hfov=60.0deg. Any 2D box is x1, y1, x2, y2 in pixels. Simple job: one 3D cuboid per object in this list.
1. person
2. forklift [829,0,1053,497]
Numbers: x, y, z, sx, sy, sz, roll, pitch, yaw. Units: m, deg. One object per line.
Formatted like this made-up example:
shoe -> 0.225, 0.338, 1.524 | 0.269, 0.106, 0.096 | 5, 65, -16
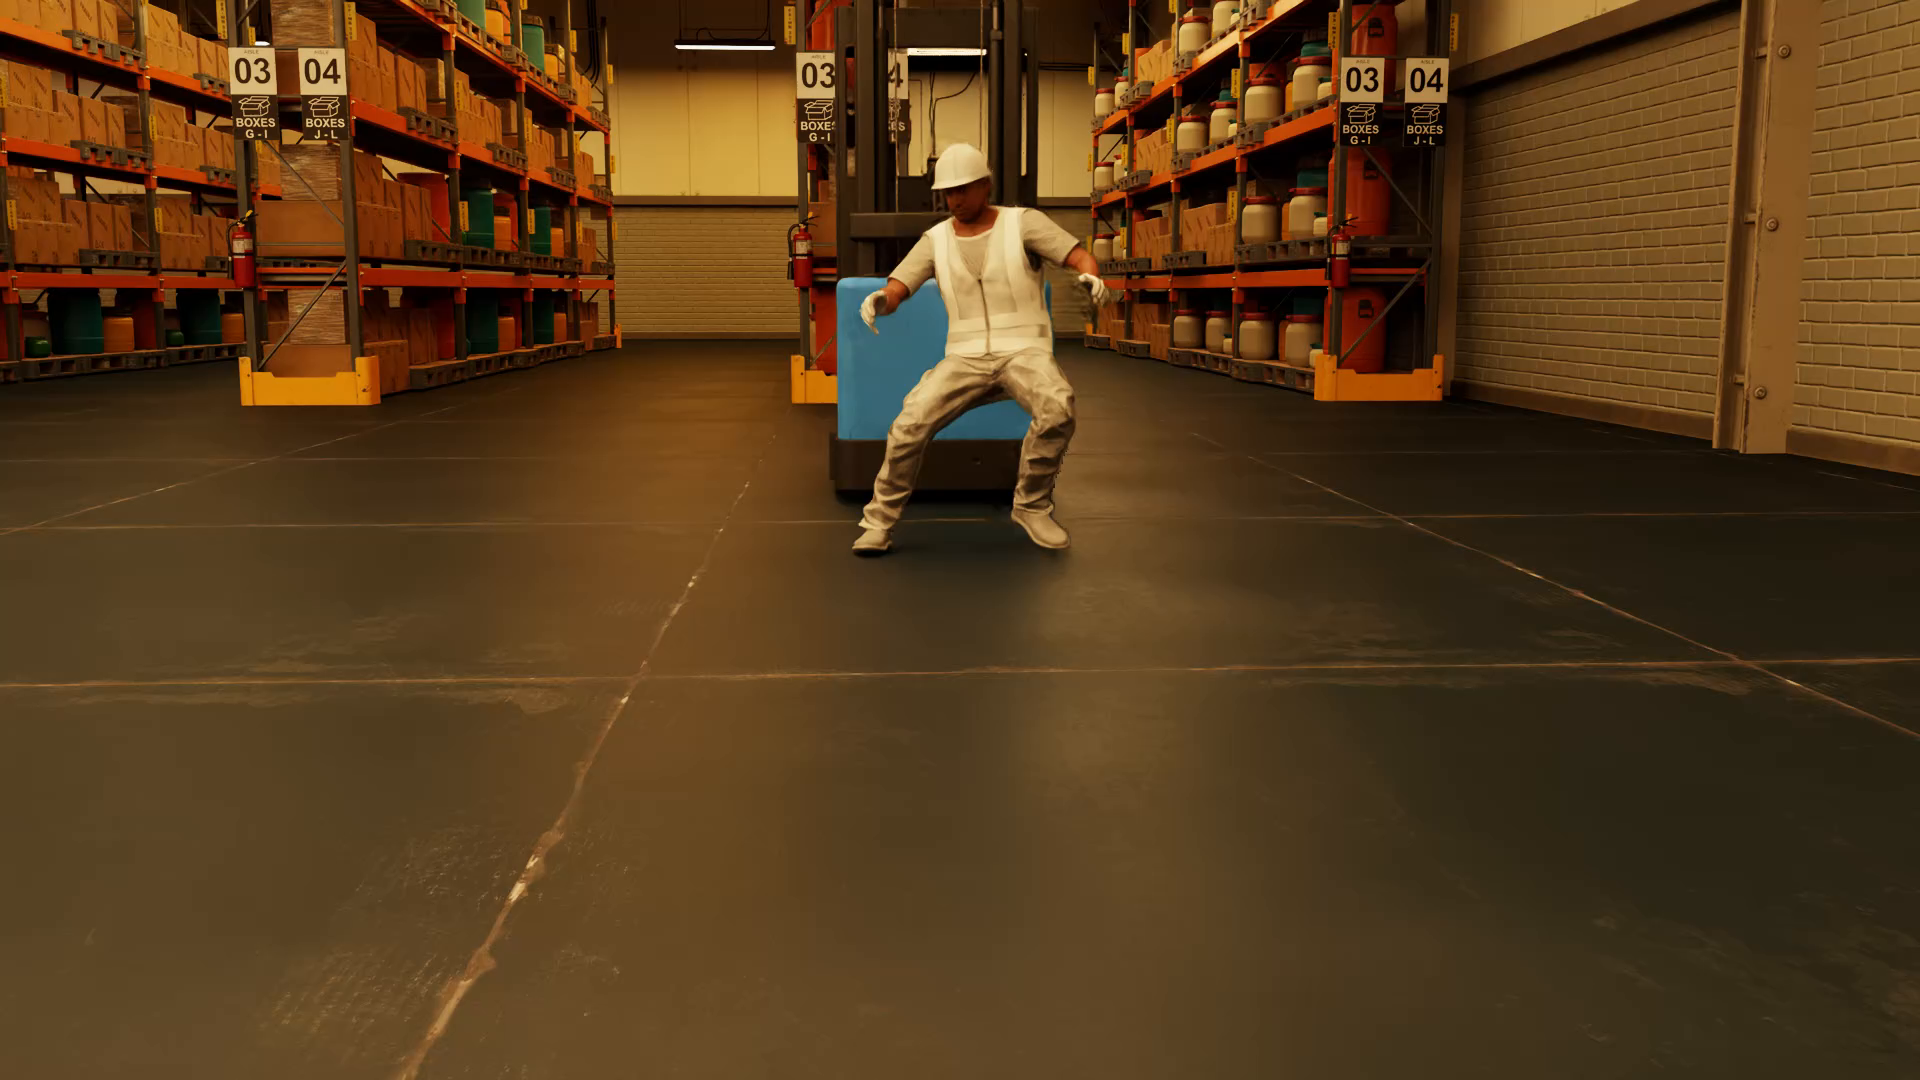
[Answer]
person -> 0.089, -0.721, 6.332 | 1.004, 1.574, 0.766 | 2, 9, 15
forklift -> -0.137, -1.839, 9.217 | 1.130, 2.935, 3.031 | 0, 8, -2
